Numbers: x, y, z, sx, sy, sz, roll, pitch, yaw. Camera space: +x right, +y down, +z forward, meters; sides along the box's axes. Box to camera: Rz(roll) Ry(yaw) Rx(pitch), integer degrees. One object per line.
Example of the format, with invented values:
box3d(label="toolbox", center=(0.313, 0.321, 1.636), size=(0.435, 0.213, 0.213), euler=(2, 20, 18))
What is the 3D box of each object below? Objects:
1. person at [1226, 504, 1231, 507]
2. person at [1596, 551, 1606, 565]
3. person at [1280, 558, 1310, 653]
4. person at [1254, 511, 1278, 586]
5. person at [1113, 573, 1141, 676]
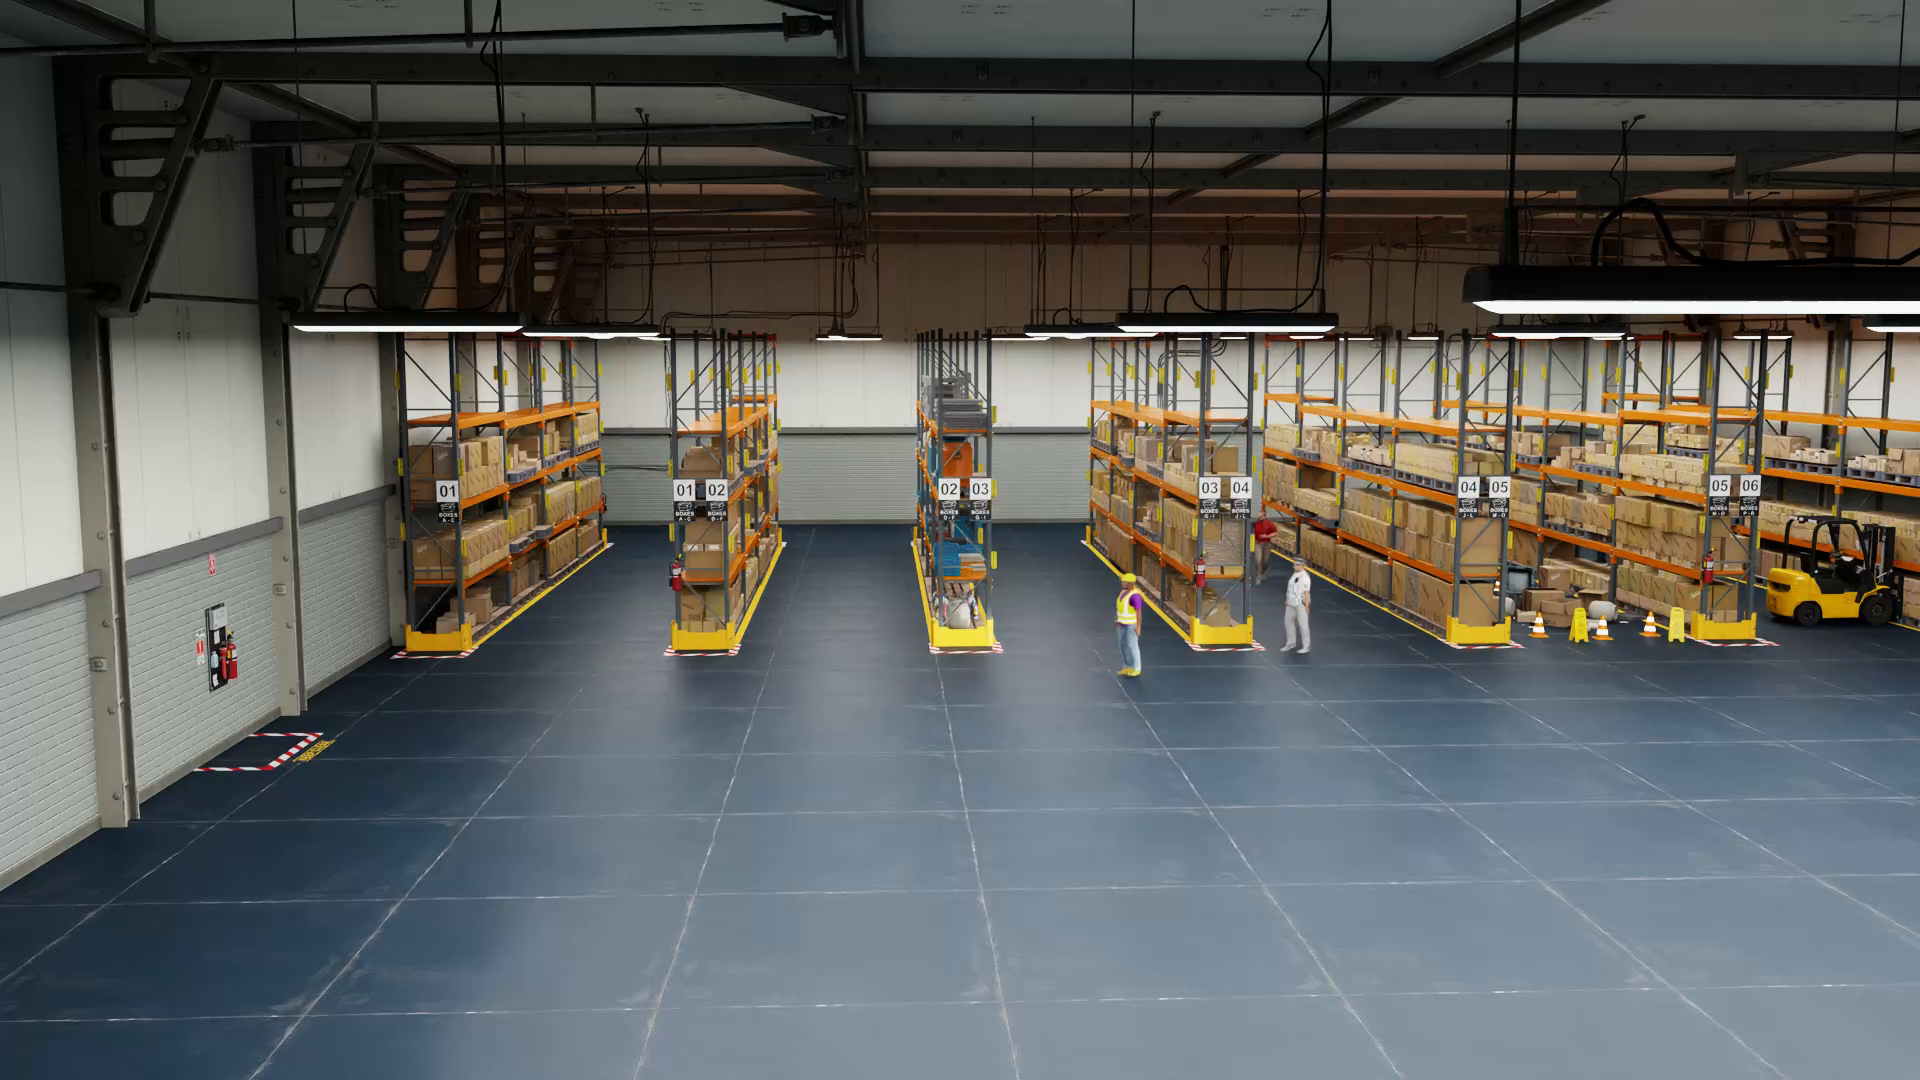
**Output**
box3d(label="person", center=(7.858, -0.904, 48.603), size=(0.522, 1.775, 0.614), euler=(-4, 8, -32))
box3d(label="person", center=(16.561, -0.135, 43.050), size=(0.378, 1.602, 0.445), euler=(2, 7, 18))
box3d(label="person", center=(6.251, 1.218, 30.946), size=(0.442, 1.802, 0.684), euler=(-3, 8, -27))
box3d(label="person", center=(7.302, 0.189, 39.841), size=(0.530, 1.780, 0.830), euler=(0, 7, 1))
box3d(label="person", center=(2.914, 1.468, 28.758), size=(0.370, 1.800, 0.696), euler=(-4, 8, -28))
